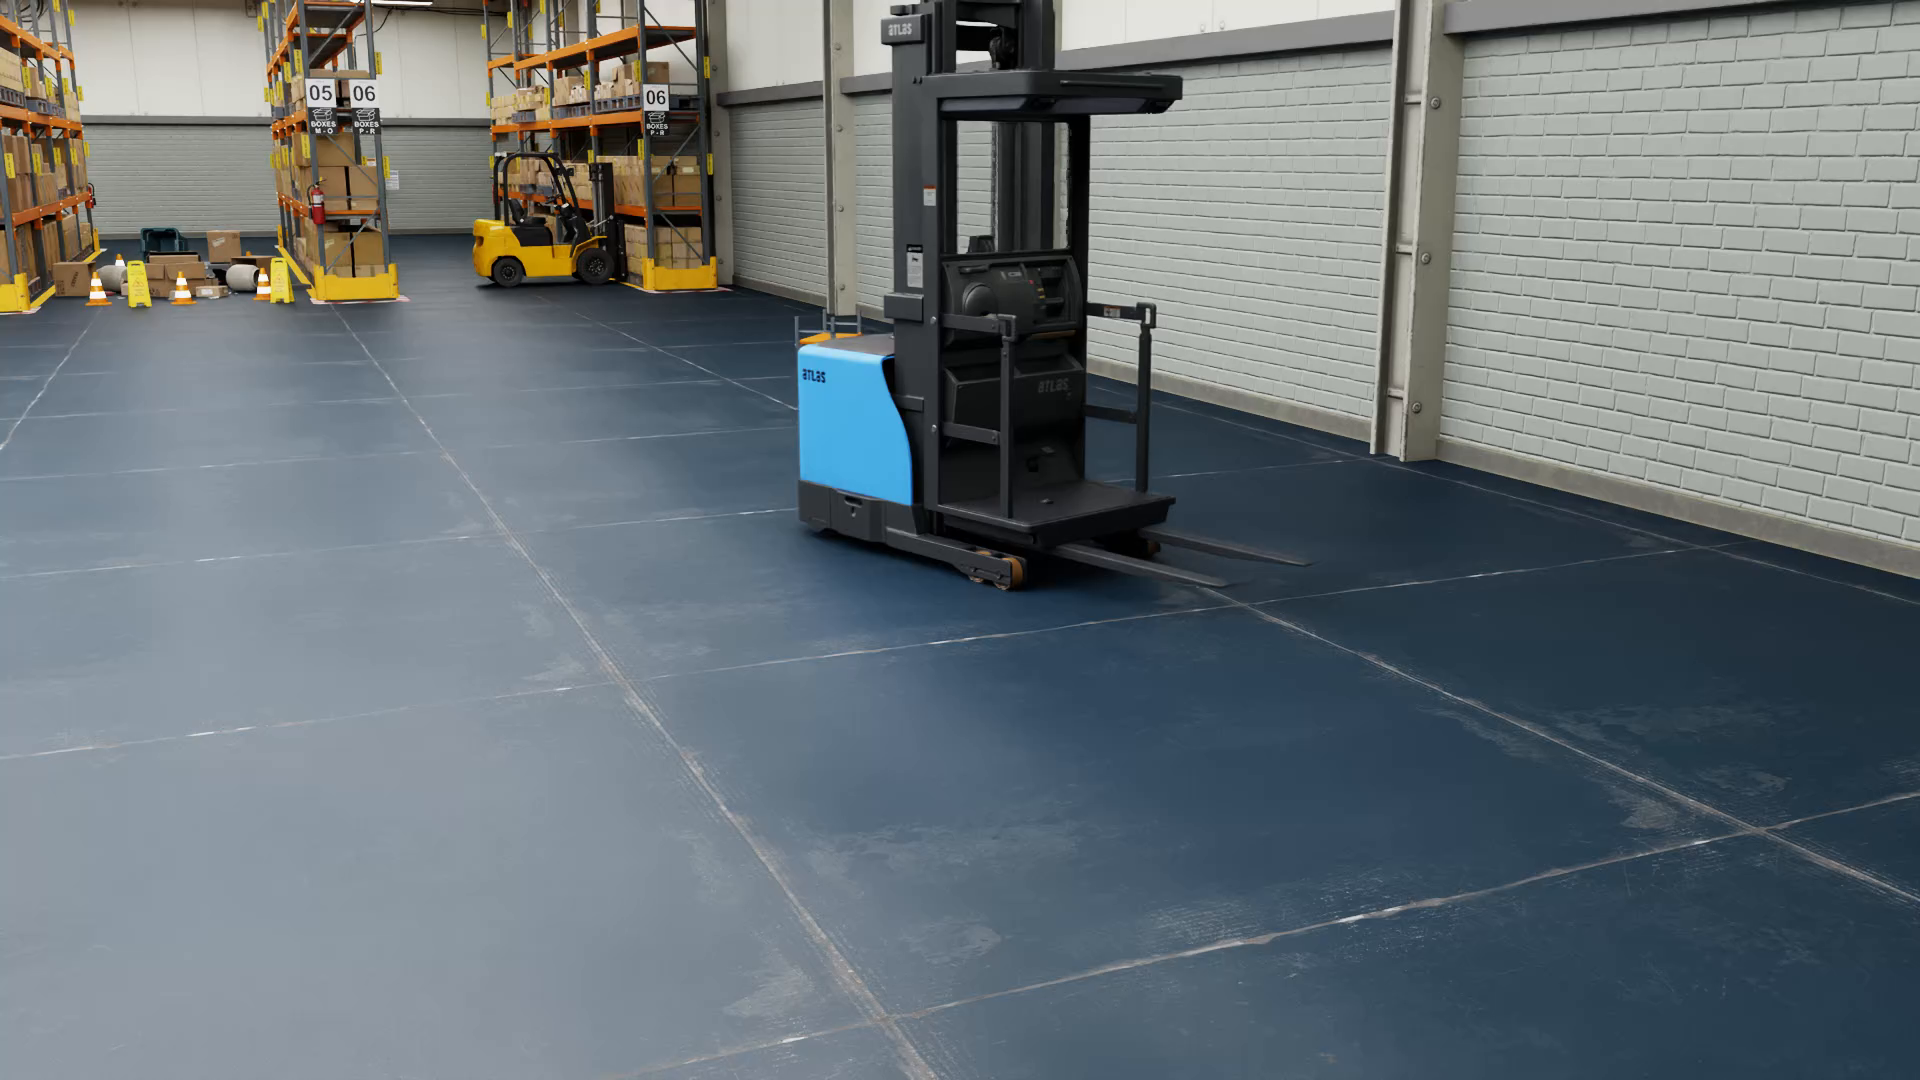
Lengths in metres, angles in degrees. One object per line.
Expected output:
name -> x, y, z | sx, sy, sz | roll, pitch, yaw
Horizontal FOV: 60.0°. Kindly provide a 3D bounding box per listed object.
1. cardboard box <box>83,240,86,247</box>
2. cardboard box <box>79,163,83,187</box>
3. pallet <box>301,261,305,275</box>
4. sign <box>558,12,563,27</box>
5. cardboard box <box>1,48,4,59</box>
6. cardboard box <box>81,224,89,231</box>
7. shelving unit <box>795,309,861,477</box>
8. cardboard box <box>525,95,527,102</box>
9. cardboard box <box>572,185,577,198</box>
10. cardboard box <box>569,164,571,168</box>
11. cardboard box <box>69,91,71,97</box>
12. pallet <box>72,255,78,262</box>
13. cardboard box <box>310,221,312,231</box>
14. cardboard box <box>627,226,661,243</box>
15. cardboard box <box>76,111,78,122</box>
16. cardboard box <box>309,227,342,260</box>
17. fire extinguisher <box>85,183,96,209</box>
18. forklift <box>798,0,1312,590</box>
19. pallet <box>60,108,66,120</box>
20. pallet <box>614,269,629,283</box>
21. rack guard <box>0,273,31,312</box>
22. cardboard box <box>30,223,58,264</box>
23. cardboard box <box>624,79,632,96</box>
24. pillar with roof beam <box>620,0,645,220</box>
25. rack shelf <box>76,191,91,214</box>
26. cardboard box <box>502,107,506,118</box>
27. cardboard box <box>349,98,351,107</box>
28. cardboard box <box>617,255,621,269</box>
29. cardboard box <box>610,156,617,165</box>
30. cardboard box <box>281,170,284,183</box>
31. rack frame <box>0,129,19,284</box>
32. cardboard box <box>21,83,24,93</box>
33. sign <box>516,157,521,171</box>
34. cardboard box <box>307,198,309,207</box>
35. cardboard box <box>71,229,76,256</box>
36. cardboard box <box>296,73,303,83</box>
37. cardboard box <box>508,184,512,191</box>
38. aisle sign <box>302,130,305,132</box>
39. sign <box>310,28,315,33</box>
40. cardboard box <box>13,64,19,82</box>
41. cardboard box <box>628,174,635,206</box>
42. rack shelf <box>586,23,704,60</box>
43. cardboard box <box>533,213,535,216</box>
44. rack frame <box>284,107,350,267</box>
cardboard box -> -18.813, -6.309, 35.369 | 0.380, 0.149, 0.250 | -6, 14, -24
cardboard box -> -18.987, -7.761, 35.367 | 0.500, 0.500, 0.500 | -5, 14, -20
pallet -> -11.510, -4.995, 30.482 | 1.003, 0.211, 1.213 | -6, 14, -23
sign -> -8.856, -11.548, 36.886 | 0.100, 0.325, 0.005 | -6, 14, -23
cardboard box -> -13.846, -6.934, 23.661 | 0.380, 0.149, 0.250 | -6, 14, -24
cardboard box -> -19.090, -6.761, 36.004 | 0.380, 0.149, 0.250 | -5, 14, -21
shelving unit -> -0.778, -0.760, 9.994 | 0.258, 1.200, 0.503 | 3, 13, 14
cardboard box -> -9.066, -9.418, 35.501 | 0.380, 0.149, 0.250 | -6, 14, -23
cardboard box -> -7.191, -6.711, 32.047 | 0.500, 0.250, 0.500 | -5, 14, -21
cardboard box -> -7.376, -7.222, 32.262 | 0.380, 0.149, 0.250 | -5, 14, -22
cardboard box -> -19.120, -9.468, 35.312 | 0.380, 0.149, 0.250 | -5, 14, -22
pallet -> -17.598, -5.353, 32.031 | 1.003, 0.211, 1.213 | -6, 14, -23
cardboard box -> -9.968, -4.924, 26.057 | 0.380, 0.149, 0.250 | -5, 14, -22
cardboard box -> -5.236, -5.087, 27.645 | 0.500, 0.250, 0.500 | -5, 14, -22
cardboard box -> -19.184, -9.061, 35.548 | 0.500, 0.250, 0.500 | -5, 14, -21
cardboard box -> -10.284, -4.807, 26.992 | 0.500, 0.500, 0.500 | -5, 14, -20
fire extinguisher -> -19.684, -7.826, 37.528 | 0.296, 0.674, 0.183 | -6, 14, -23
forklift -> 0.424, -1.306, 8.513 | 1.130, 2.935, 3.031 | -11, 17, -40
pallet -> -18.254, -8.358, 32.592 | 1.213, 0.211, 1.003 | -6, 14, -23
pallet -> -5.385, -4.610, 28.820 | 1.003, 0.211, 1.213 | -6, 14, -23
rack guard -> -13.588, -3.423, 23.050 | 1.175, 0.500, 0.348 | -6, 14, -23
cardboard box -> -16.287, -5.093, 28.780 | 1.050, 0.750, 0.750 | -5, 14, -22
cardboard box -> -5.267, -7.408, 27.218 | 0.396, 0.266, 0.258 | -6, 14, -23
pillar with roof beam -> -10.357, -9.561, 30.725 | 9.100, 9.000, 0.400 | -6, 14, -23
rack shelf -> -19.205, -7.188, 35.368 | 1.077, 0.370, 4.000 | -6, 14, -23
cardboard box -> -10.393, -9.970, 38.817 | 0.500, 0.250, 0.500 | -6, 14, -24
cardboard box -> -8.938, -6.550, 24.925 | 0.380, 0.149, 0.250 | -6, 14, -23
cardboard box -> -5.645, -4.809, 28.664 | 0.500, 0.250, 0.500 | -5, 14, -21
cardboard box -> -5.866, -6.595, 28.891 | 0.380, 0.149, 0.250 | -6, 14, -24
cardboard box -> -13.991, -7.647, 34.981 | 0.500, 0.250, 0.500 | -6, 14, -25
rack frame -> -13.597, -4.646, 22.790 | 1.000, 3.000, 0.127 | -6, 14, -23
cardboard box -> -14.761, -7.018, 25.791 | 0.380, 0.149, 0.250 | -6, 14, -23
sign -> -9.857, -8.413, 37.148 | 0.100, 0.325, 0.005 | -6, 14, -23
cardboard box -> -10.242, -5.409, 26.645 | 0.380, 0.149, 0.250 | -6, 14, -23
cardboard box -> -17.470, -5.769, 32.256 | 0.500, 0.500, 0.500 | -6, 14, -24
cardboard box -> -10.153, -7.198, 25.954 | 0.380, 0.149, 0.250 | -5, 14, -22
cardboard box -> -10.490, -8.330, 39.266 | 0.380, 0.149, 0.250 | -5, 14, -22
aisle sign -> -15.256, -9.729, 38.987 | 0.394, 0.787, 0.004 | -6, 14, -23
sign -> -15.008, -11.882, 38.503 | 0.100, 0.325, 0.005 | -6, 14, -23
cardboard box -> -14.565, -7.076, 25.156 | 0.500, 0.250, 0.500 | -6, 14, -23
cardboard box -> -5.193, -5.797, 27.545 | 0.500, 0.500, 0.500 | -5, 14, -21
rack shelf -> -5.357, -8.353, 27.987 | 1.077, 0.370, 4.000 | -6, 14, -23
cardboard box -> -9.281, -7.196, 36.985 | 0.380, 0.149, 0.250 | -6, 14, -25
rack frame -> -12.307, -6.766, 31.953 | 1.000, 3.000, 0.127 | -6, 14, -23
